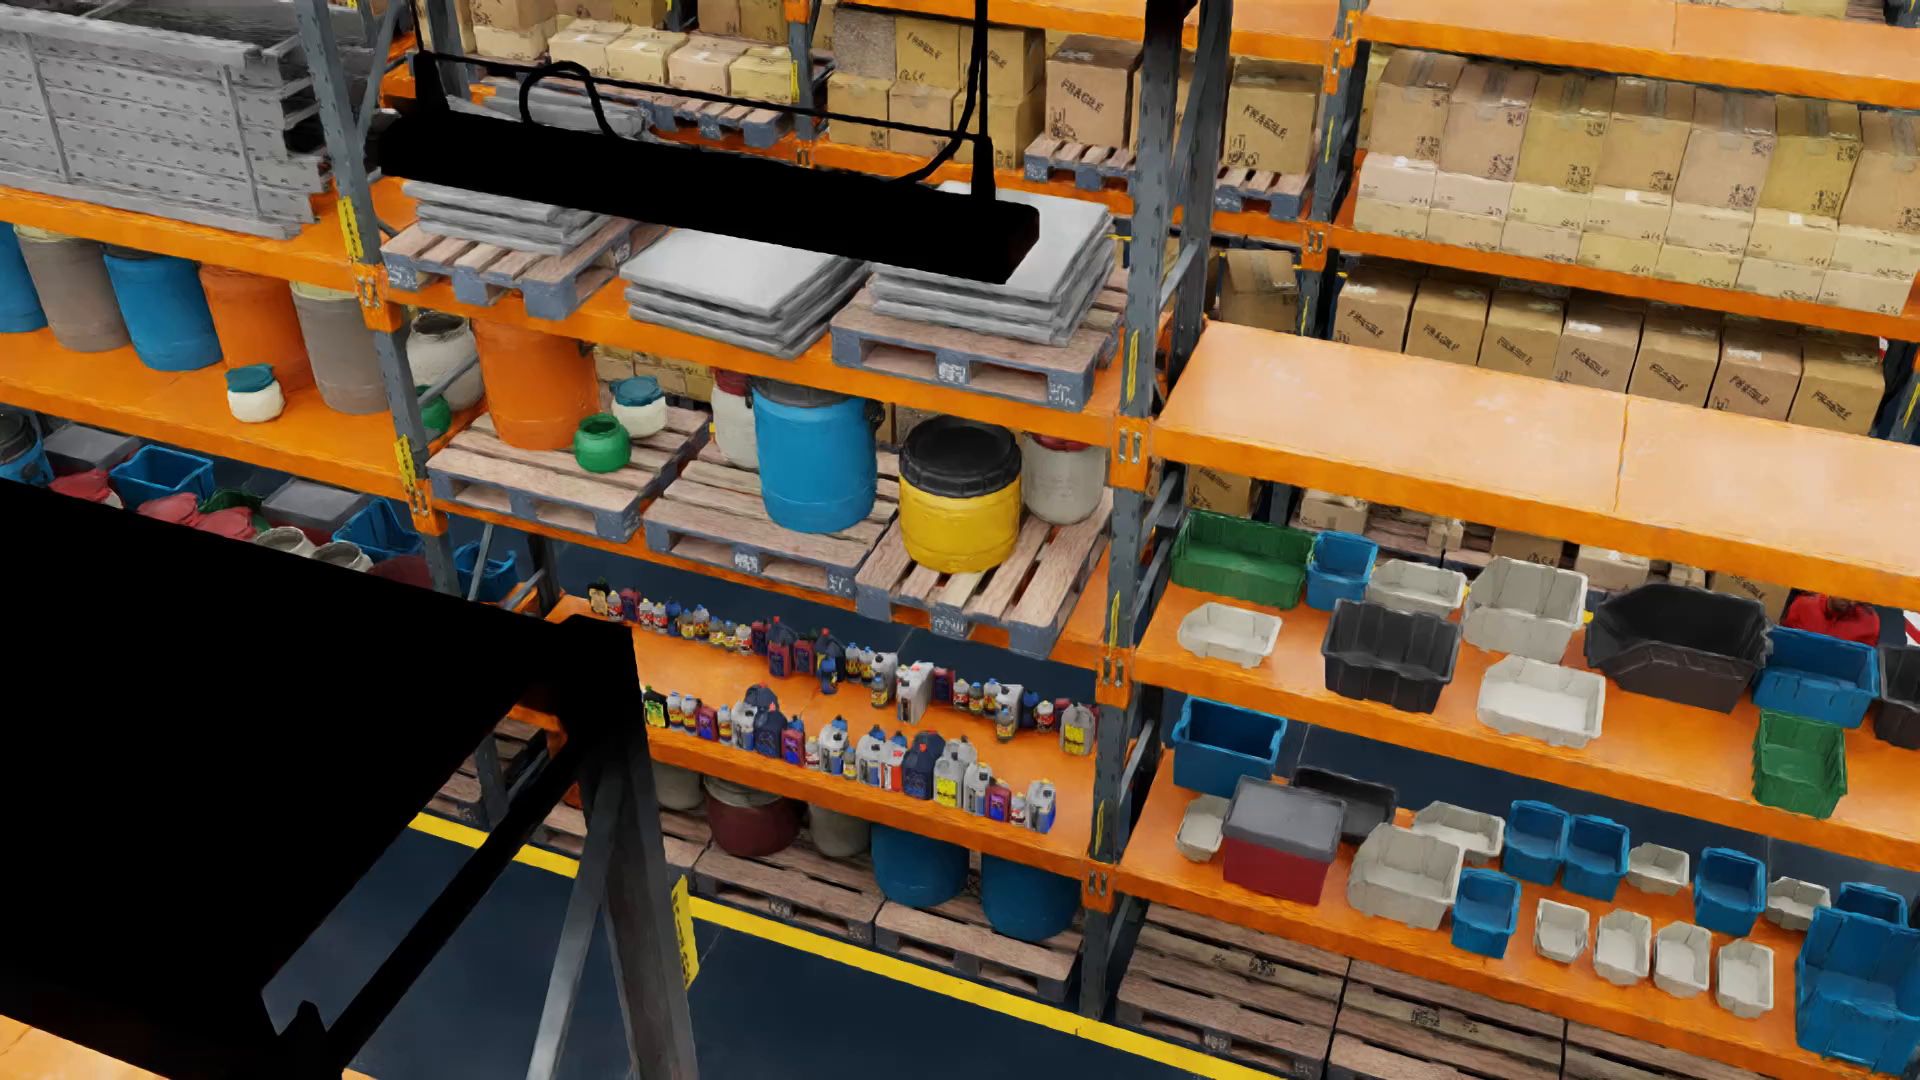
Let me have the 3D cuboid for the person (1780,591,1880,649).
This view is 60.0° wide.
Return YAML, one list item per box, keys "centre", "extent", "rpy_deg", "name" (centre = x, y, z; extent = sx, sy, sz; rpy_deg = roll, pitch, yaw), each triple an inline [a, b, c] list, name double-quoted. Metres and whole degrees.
- centre: [5.488, 0.900, 10.702]
  extent: [0.640, 1.736, 0.415]
  rpy_deg: [24, 43, 28]
  name: "person"

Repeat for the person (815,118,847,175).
- centre: [-1.348, -4.072, 17.449]
  extent: [1.034, 1.709, 0.569]
  rpy_deg: [7, 37, 10]
  name: "person"
